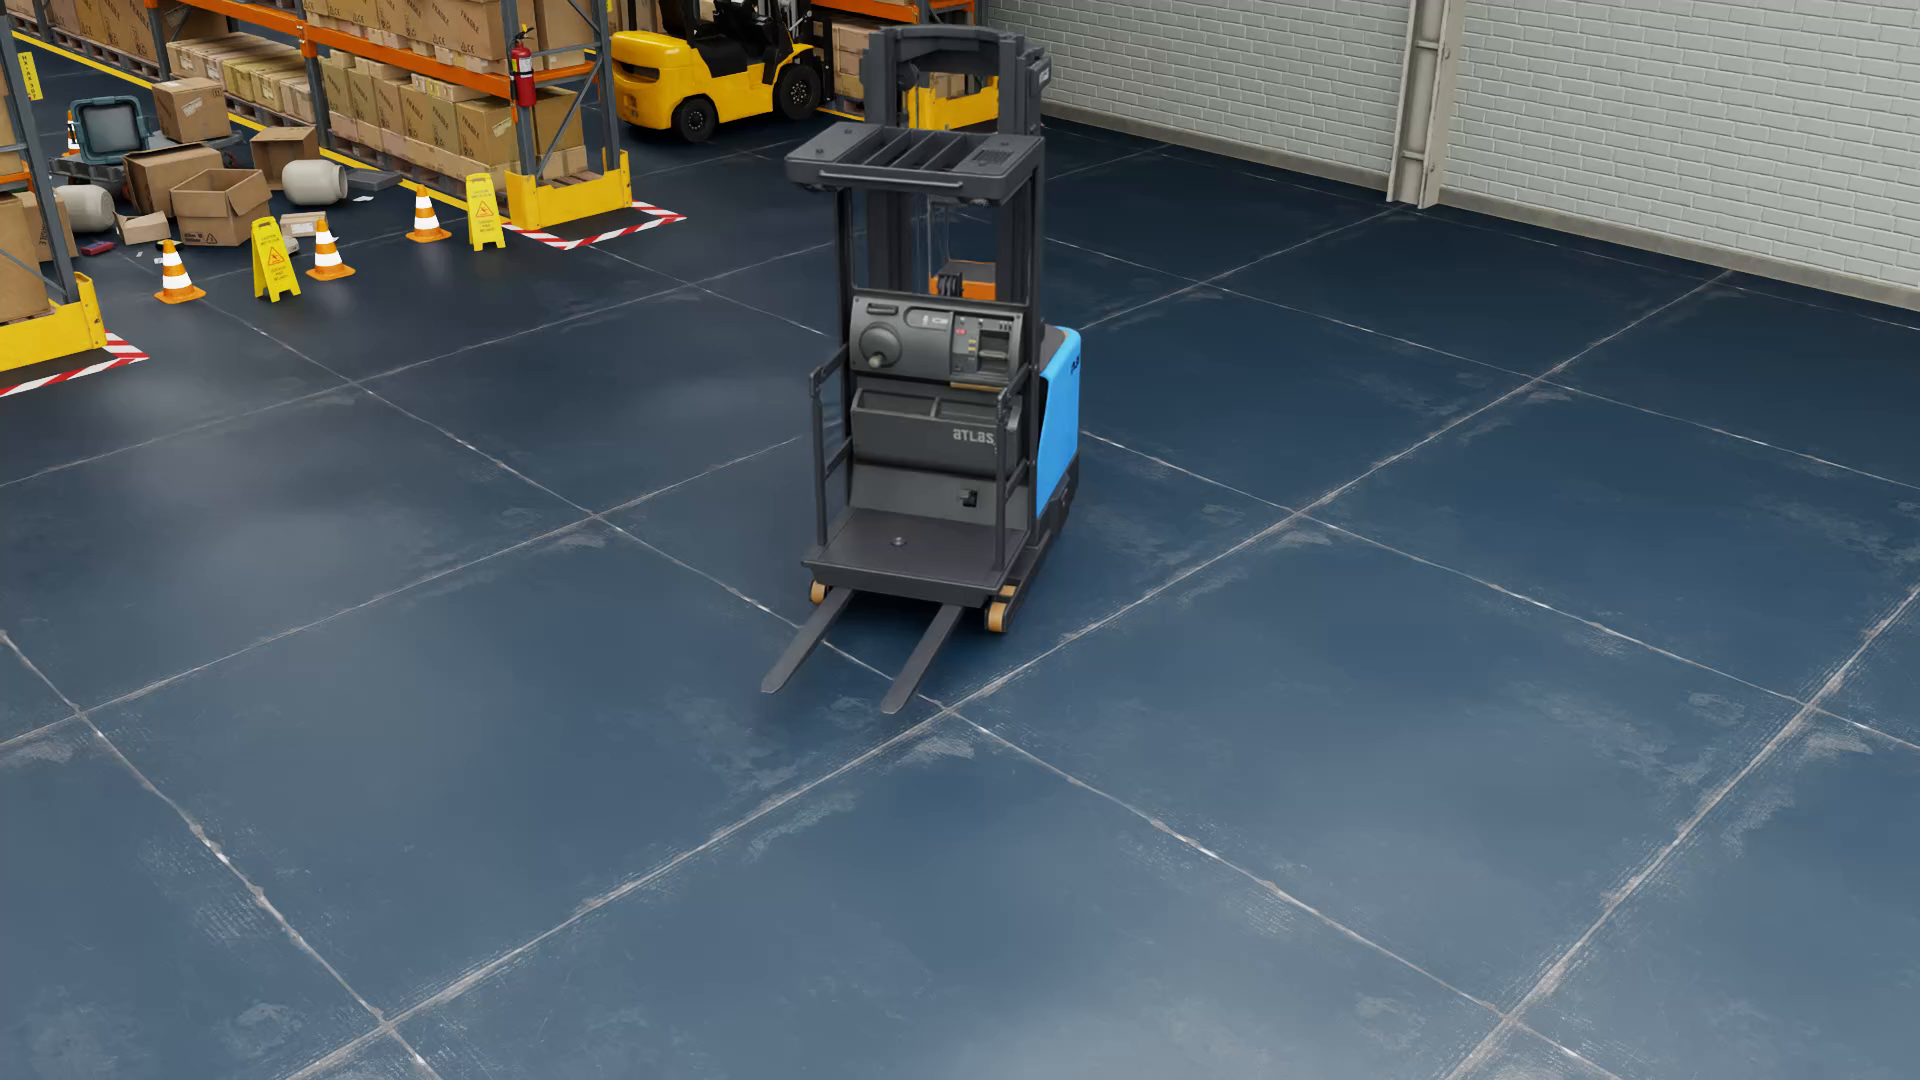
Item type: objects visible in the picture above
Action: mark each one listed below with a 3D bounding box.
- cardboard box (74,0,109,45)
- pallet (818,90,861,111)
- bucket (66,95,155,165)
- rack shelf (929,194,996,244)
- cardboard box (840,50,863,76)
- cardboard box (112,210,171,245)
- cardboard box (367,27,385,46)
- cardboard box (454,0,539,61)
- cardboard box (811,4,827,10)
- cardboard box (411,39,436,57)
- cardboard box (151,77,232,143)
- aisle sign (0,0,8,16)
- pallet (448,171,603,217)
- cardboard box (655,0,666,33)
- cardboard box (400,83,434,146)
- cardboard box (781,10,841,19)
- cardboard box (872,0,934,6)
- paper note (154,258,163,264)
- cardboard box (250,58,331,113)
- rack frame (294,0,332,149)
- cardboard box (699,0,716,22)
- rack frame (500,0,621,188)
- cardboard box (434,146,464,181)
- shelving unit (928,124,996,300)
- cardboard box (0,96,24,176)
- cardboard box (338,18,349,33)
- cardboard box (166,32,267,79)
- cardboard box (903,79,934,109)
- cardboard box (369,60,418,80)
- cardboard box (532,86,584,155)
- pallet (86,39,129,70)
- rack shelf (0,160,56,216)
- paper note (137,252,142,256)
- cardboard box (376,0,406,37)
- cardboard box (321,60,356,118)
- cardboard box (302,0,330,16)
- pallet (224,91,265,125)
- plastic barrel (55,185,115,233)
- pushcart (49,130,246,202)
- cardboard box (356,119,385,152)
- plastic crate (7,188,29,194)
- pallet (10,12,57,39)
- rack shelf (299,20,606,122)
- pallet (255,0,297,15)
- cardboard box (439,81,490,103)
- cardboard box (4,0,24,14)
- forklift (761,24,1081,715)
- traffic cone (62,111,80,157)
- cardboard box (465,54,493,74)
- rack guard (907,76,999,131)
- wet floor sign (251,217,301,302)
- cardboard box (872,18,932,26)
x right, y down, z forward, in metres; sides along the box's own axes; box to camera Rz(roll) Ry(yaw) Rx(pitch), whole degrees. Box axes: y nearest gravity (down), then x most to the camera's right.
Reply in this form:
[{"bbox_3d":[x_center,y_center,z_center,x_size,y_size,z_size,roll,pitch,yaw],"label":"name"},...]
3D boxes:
[{"bbox_3d":[-10.972,-7.041,21.749,0.875,0.875,0.875,-24,36,-38],"label":"cardboard box"},{"bbox_3d":[-1.526,-5.396,19.785,1.213,0.211,1.003,25,36,38],"label":"pallet"},{"bbox_3d":[-8.100,-3.922,15.870,0.726,0.611,0.620,-13,20,-22],"label":"bucket"},{"bbox_3d":[0.106,-2.060,9.937,0.480,0.518,0.431,8,29,14],"label":"rack shelf"},{"bbox_3d":[-1.002,-5.409,18.780,0.500,0.250,0.500,24,36,38],"label":"cardboard box"},{"bbox_3d":[-7.297,-2.818,14.823,0.396,0.266,0.258,-18,33,-31],"label":"cardboard box"},{"bbox_3d":[-5.510,-4.912,16.139,0.250,0.149,0.380,25,37,39],"label":"cardboard box"},{"bbox_3d":[-4.143,-4.610,14.866,0.500,0.500,0.500,24,36,38],"label":"cardboard box"},{"bbox_3d":[-1.728,-6.287,19.912,0.500,0.250,0.500,25,37,39],"label":"cardboard box"},{"bbox_3d":[-4.941,-4.682,15.701,0.250,0.149,0.380,24,36,38],"label":"cardboard box"},{"bbox_3d":[-7.642,-4.281,16.541,0.500,0.500,0.500,25,36,38],"label":"cardboard box"},{"bbox_3d":[-6.700,-3.899,11.149,0.004,0.787,0.394,25,36,38],"label":"aisle sign"},{"bbox_3d":[-4.172,-3.415,16.018,1.213,0.211,1.003,25,36,38],"label":"pallet"},{"bbox_3d":[-3.318,-6.603,21.185,0.875,0.625,0.625,-23,36,-37],"label":"cardboard box"},{"bbox_3d":[-5.046,-4.160,16.135,0.500,0.500,0.500,24,36,37],"label":"cardboard box"},{"bbox_3d":[-1.724,-5.948,19.269,0.500,0.250,0.500,24,36,37],"label":"cardboard box"},{"bbox_3d":[-0.621,-6.114,18.047,0.500,0.500,0.500,24,36,37],"label":"cardboard box"},{"bbox_3d":[-6.859,-2.419,14.319,0.144,0.017,0.142,-13,30,-22],"label":"paper note"},{"bbox_3d":[-7.306,-5.080,18.560,0.950,0.372,0.625,-23,35,-36],"label":"cardboard box"},{"bbox_3d":[-6.415,-5.653,17.278,0.127,3.000,1.000,25,36,38],"label":"rack frame"},{"bbox_3d":[-2.813,-6.451,20.224,0.500,0.250,0.500,24,36,38],"label":"cardboard box"},{"bbox_3d":[-3.563,-4.348,14.796,0.127,3.000,1.000,25,36,38],"label":"rack frame"},{"bbox_3d":[-4.692,-3.663,15.996,0.500,0.250,0.500,25,37,39],"label":"cardboard box"},{"bbox_3d":[0.106,-1.453,10.257,0.503,2.100,0.431,8,29,14],"label":"shelving unit"},{"bbox_3d":[-7.258,-2.845,11.776,0.550,0.550,0.875,25,36,38],"label":"cardboard box"},{"bbox_3d":[-5.988,-5.191,16.669,0.250,0.149,0.380,24,36,38],"label":"cardboard box"},{"bbox_3d":[-8.872,-5.793,19.917,0.625,0.372,0.950,22,35,35],"label":"cardboard box"},{"bbox_3d":[-0.642,-5.014,18.565,0.500,0.250,0.500,25,37,39],"label":"cardboard box"},{"bbox_3d":[-5.575,-4.644,16.360,0.380,0.149,0.250,-23,35,-36],"label":"cardboard box"},{"bbox_3d":[-3.962,-4.011,15.853,0.500,0.500,0.500,23,36,37],"label":"cardboard box"},{"bbox_3d":[-10.642,-6.404,21.703,1.213,0.211,1.003,25,36,38],"label":"pallet"},{"bbox_3d":[-8.387,-3.006,13.018,4.000,0.370,1.077,25,36,38],"label":"rack shelf"},{"bbox_3d":[-7.138,-2.487,14.470,0.032,0.001,0.123,-7,29,-14],"label":"paper note"},{"bbox_3d":[-5.199,-5.110,15.819,0.500,0.500,0.500,-25,37,-39],"label":"cardboard box"},{"bbox_3d":[-6.184,-4.672,17.109,0.500,0.500,0.500,-23,36,-37],"label":"cardboard box"},{"bbox_3d":[-6.297,-5.593,16.737,0.500,0.500,0.500,24,36,38],"label":"cardboard box"},{"bbox_3d":[-7.845,-5.071,19.166,1.213,0.211,1.003,25,36,38],"label":"pallet"},{"bbox_3d":[-7.929,-2.976,14.955,0.512,0.421,0.421,-3,28,-5],"label":"plastic barrel"},{"bbox_3d":[-7.978,-3.720,16.418,0.936,0.377,1.648,12,30,22],"label":"pushcart"},{"bbox_3d":[-5.795,-4.169,16.960,0.500,0.250,0.500,-23,35,-36],"label":"cardboard box"},{"bbox_3d":[-8.771,-3.136,15.451,0.450,0.188,0.662,-16,30,-9],"label":"plastic crate"},{"bbox_3d":[-12.607,-7.303,23.413,1.213,0.211,1.003,25,36,38],"label":"pallet"},{"bbox_3d":[-4.989,-4.682,16.204,4.000,0.370,1.077,25,36,38],"label":"rack shelf"},{"bbox_3d":[-6.858,-5.866,17.889,1.213,0.211,1.003,25,36,38],"label":"pallet"},{"bbox_3d":[-4.626,-4.208,15.531,0.380,0.149,0.250,-24,36,-38],"label":"cardboard box"},{"bbox_3d":[-13.131,-7.848,23.753,0.875,0.438,0.875,23,36,37],"label":"cardboard box"},{"bbox_3d":[-0.188,-1.009,8.520,1.130,2.935,3.031,8,29,15],"label":"forklift"},{"bbox_3d":[-9.189,-4.233,17.303,0.334,0.463,0.336,25,36,38],"label":"traffic cone"},{"bbox_3d":[-4.238,-4.334,15.039,0.250,0.149,0.380,24,36,38],"label":"cardboard box"},{"bbox_3d":[-0.068,-4.882,18.498,0.348,0.500,1.175,25,36,38],"label":"rack guard"},{"bbox_3d":[-5.552,-2.278,13.389,0.232,0.644,0.267,18,33,30],"label":"wet floor sign"},{"bbox_3d":[-0.654,-5.789,18.966,0.500,0.250,0.500,25,36,38],"label":"cardboard box"}]
